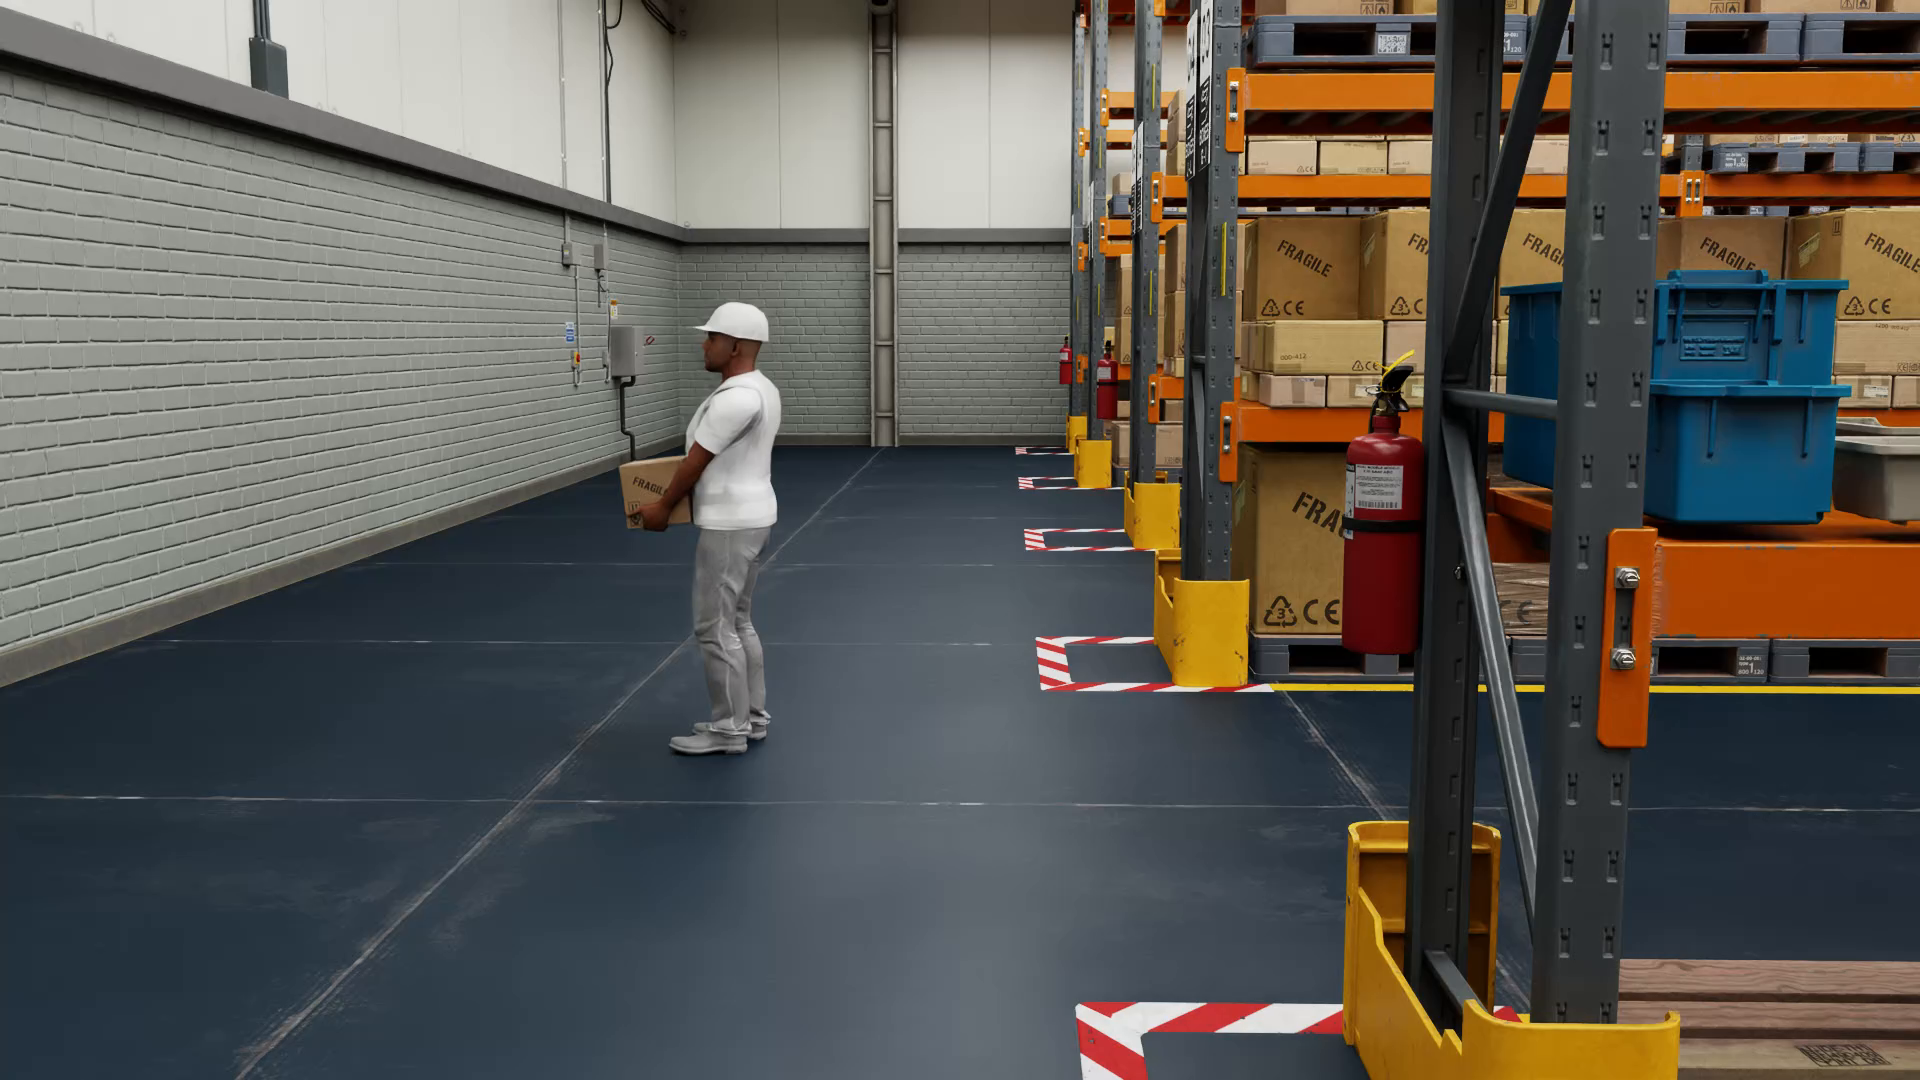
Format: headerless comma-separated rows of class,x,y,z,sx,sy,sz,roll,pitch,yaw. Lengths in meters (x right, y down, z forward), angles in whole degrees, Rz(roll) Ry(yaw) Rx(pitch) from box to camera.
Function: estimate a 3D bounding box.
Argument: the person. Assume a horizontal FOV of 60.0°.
person,-1.002,-0.047,6.556,0.575,1.762,0.504,0,7,2
